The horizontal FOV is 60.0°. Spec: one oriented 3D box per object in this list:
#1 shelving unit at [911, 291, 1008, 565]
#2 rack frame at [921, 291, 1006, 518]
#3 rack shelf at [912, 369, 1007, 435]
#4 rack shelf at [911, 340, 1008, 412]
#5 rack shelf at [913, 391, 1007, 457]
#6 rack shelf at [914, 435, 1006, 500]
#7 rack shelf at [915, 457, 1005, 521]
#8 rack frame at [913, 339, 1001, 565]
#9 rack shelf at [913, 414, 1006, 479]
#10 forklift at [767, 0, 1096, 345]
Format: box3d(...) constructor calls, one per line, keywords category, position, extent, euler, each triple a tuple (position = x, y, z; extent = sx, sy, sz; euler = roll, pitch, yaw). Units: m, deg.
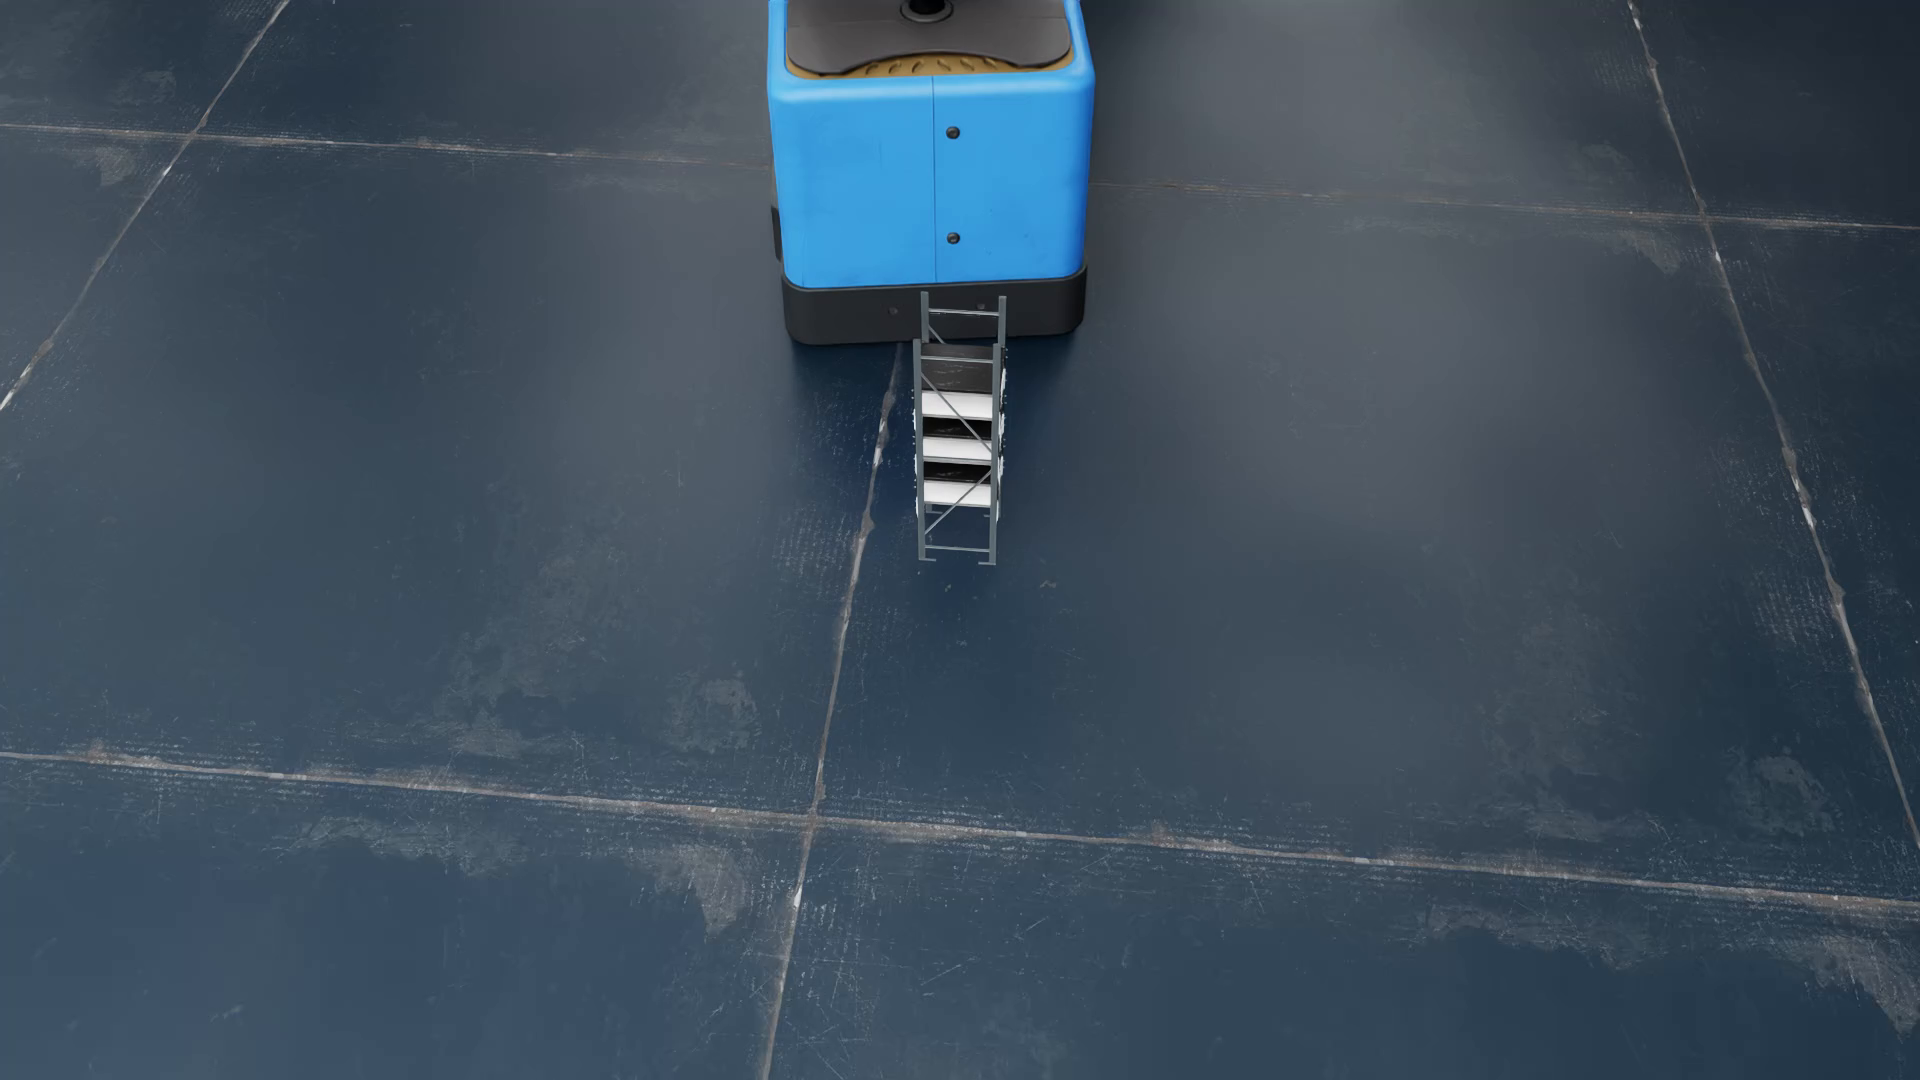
box3d(category="shelving unit", position=(0.001, -0.310, 4.923), extent=(0.258, 0.900, 0.210), euler=(4, 48, 4))
box3d(category="rack frame", position=(0.010, -0.384, 4.992), extent=(0.240, 0.900, 0.006), euler=(4, 48, 4))
box3d(category="rack shelf", position=(0.001, -0.409, 4.815), extent=(0.258, 0.077, 0.200), euler=(4, 48, 4))
box3d(category="rack shelf", position=(0.001, -0.469, 4.749), extent=(0.258, 0.077, 0.200), euler=(4, 48, 4))
box3d(category="rack shelf", position=(0.001, -0.348, 4.882), extent=(0.258, 0.077, 0.200), euler=(4, 48, 4))
box3d(category="rack shelf", position=(0.001, -0.226, 5.014), extent=(0.258, 0.077, 0.200), euler=(4, 48, 4))
box3d(category="rack shelf", position=(0.001, -0.166, 5.081), extent=(0.258, 0.077, 0.200), euler=(4, 48, 4))
box3d(category="rack frame", position=(-0.009, -0.235, 4.855), extent=(0.240, 0.900, 0.006), euler=(4, 48, 4))
box3d(category="rack shelf", position=(0.001, -0.287, 4.948), extent=(0.258, 0.077, 0.200), euler=(4, 48, 4))
box3d(category="forklift", position=(-0.180, -2.753, 5.782), extent=(1.130, 2.935, 3.031), euler=(-3, 48, -3))
